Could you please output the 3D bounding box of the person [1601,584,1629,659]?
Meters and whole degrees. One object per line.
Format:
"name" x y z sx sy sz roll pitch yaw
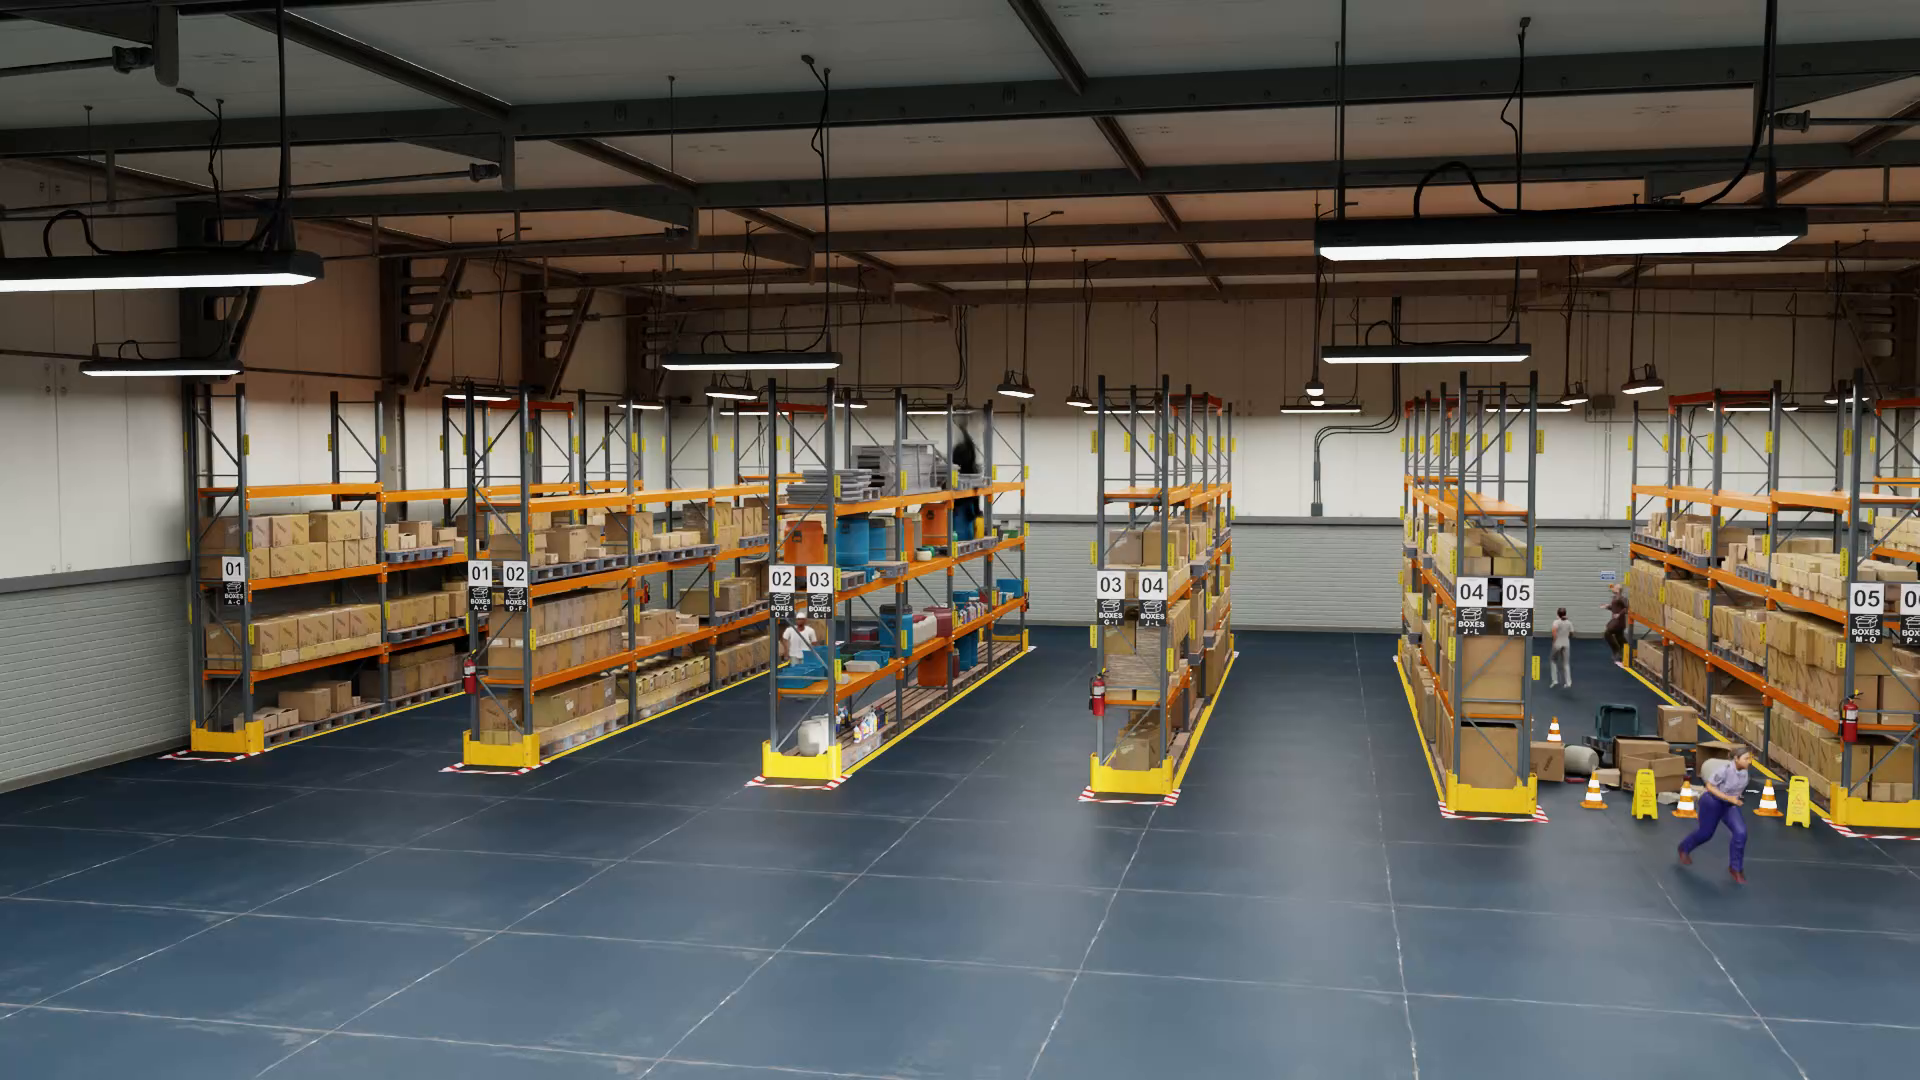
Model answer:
"person" 15.322 1.922 38.781 0.766 1.804 0.709 1 4 22

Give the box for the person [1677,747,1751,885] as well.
"person" 8.782 3.142 19.349 0.648 1.613 0.962 -2 4 -26

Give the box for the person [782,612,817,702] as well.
"person" -3.121 2.280 32.319 0.675 1.748 0.660 0 3 -5

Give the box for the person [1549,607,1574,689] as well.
"person" 12.267 2.233 33.900 0.508 1.709 0.810 0 3 4
